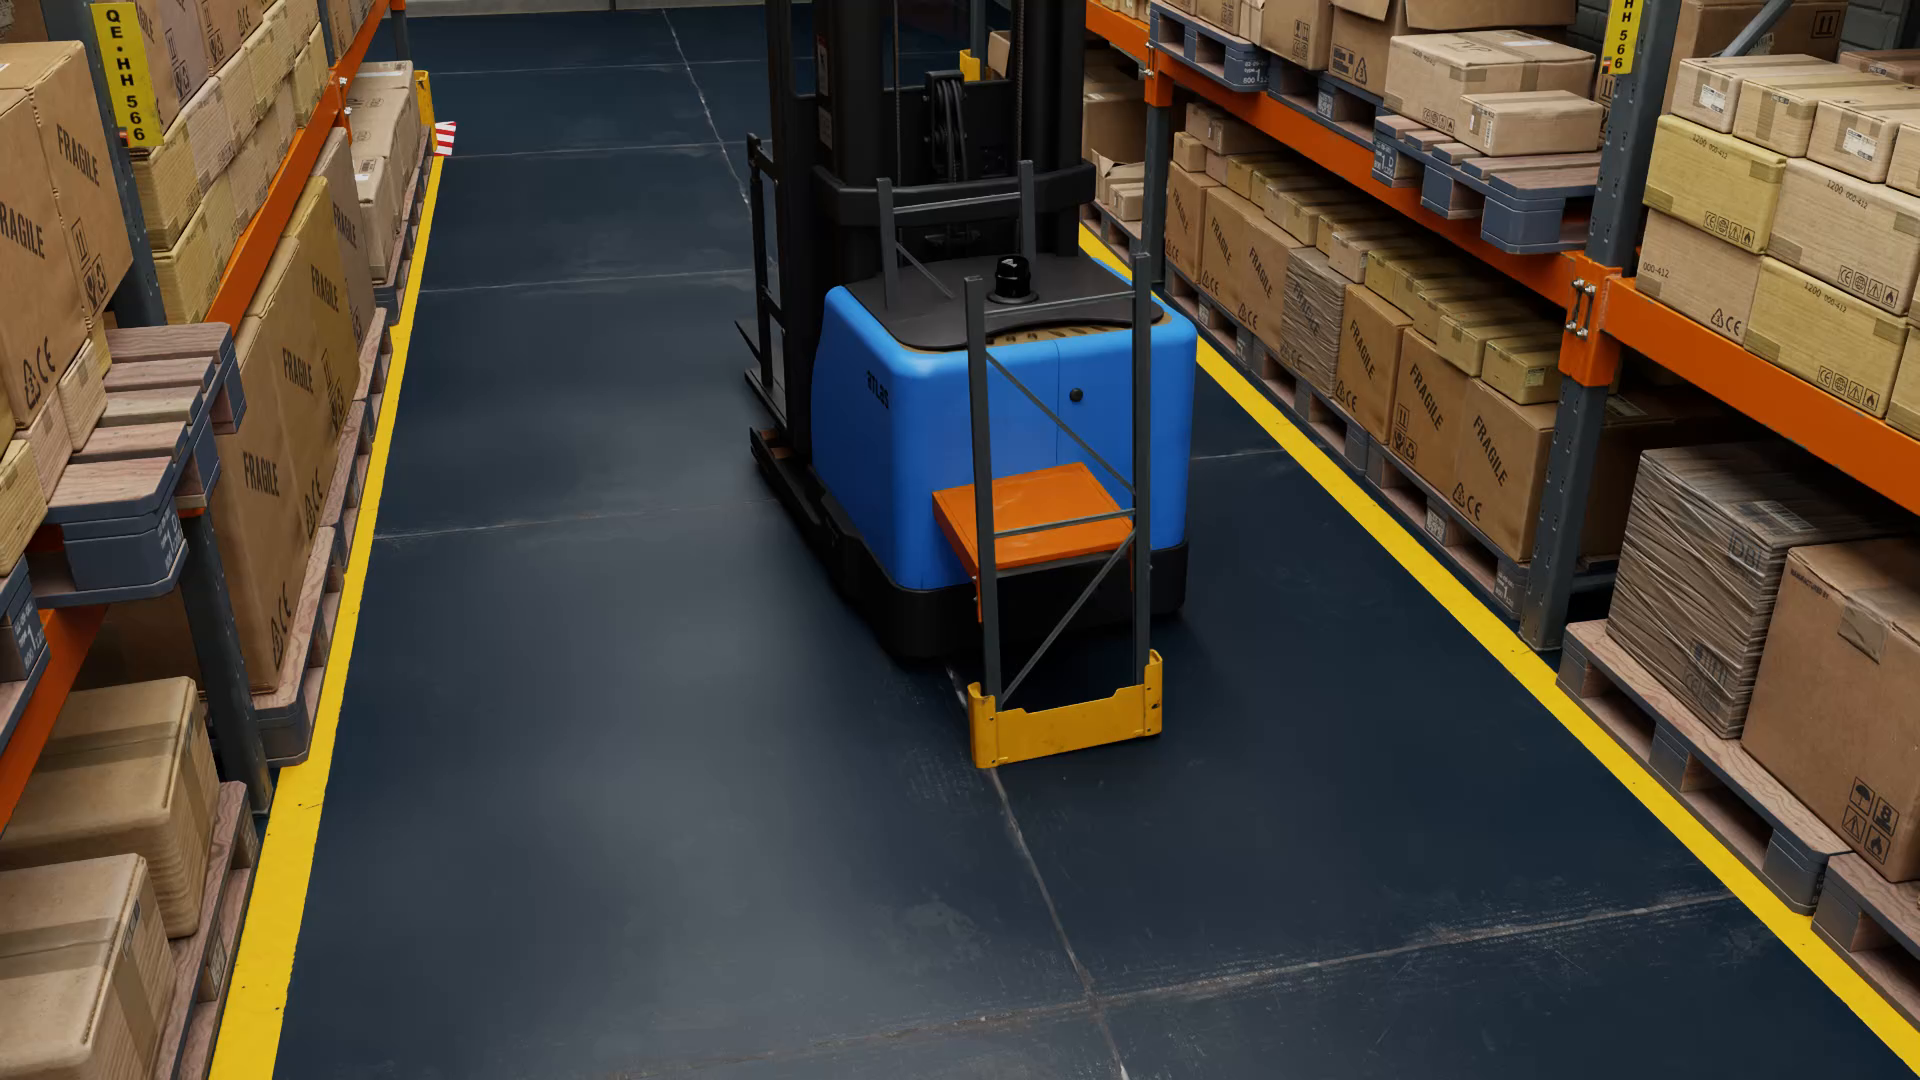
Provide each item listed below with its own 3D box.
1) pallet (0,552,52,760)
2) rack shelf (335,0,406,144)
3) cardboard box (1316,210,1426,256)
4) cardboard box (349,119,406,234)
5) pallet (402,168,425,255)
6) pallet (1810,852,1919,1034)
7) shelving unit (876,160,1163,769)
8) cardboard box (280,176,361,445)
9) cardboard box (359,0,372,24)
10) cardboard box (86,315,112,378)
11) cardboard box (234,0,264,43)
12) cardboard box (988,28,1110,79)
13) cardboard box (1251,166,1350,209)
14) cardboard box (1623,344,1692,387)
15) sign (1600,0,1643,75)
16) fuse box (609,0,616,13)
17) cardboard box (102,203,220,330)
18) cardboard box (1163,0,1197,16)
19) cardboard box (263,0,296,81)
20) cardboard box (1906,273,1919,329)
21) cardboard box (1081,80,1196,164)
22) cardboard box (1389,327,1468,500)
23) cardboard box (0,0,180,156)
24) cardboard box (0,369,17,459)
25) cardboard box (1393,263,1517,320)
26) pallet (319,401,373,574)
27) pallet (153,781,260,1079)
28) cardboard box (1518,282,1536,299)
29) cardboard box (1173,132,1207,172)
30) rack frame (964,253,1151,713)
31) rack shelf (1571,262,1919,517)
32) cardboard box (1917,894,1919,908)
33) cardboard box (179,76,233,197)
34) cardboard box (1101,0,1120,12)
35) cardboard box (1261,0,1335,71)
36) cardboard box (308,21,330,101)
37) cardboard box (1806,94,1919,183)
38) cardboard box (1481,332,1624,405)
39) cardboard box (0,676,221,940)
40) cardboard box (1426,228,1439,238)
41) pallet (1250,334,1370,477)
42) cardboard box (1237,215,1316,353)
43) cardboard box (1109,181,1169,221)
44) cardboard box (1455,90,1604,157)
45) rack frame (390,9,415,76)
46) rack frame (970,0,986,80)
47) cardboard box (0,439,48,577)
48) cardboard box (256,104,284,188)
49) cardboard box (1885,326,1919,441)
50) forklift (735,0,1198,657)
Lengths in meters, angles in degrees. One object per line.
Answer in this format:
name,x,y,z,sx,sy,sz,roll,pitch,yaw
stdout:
pallet,-1.970,0.418,2.306,1.003,0.211,1.213,-6,27,-12
rack shelf,-3.808,-2.846,9.357,1.077,0.370,4.000,-6,27,-12
cardboard box,1.744,-1.289,7.063,0.380,0.149,0.250,-6,27,-11
cardboard box,-3.597,-2.012,9.285,0.875,0.438,0.875,-7,28,-13
pallet,-3.731,-1.922,9.824,1.003,0.211,1.213,-6,27,-12
pallet,2.798,1.106,3.824,1.003,0.211,1.213,-6,27,-12
shelving unit,0.154,-0.268,5.086,0.587,1.500,1.083,-10,28,-12
cardboard box,-2.929,-0.868,6.533,0.875,0.875,0.875,-5,27,-10
cardboard box,-3.424,-3.006,8.766,0.500,0.500,0.500,-6,27,-11
cardboard box,-2.022,-0.378,3.482,0.380,0.149,0.250,-6,27,-11
cardboard box,-2.662,-1.933,5.529,0.500,0.500,0.500,-6,27,-11
cardboard box,0.621,-3.345,11.854,0.797,0.503,0.637,-7,28,-14
cardboard box,1.581,-1.627,7.733,0.380,0.149,0.250,-6,27,-12
cardboard box,2.565,-0.660,5.817,0.380,0.149,0.250,-5,27,-9
sign,1.852,-1.461,4.618,0.100,0.325,0.005,-6,27,-12
fuse box,-3.473,-6.092,16.421,0.539,1.711,0.414,-6,27,-12
cardboard box,-2.321,-0.706,4.487,0.500,0.250,0.500,-6,27,-12
cardboard box,1.368,-2.792,7.875,0.700,0.500,0.500,-5,27,-10
cardboard box,-2.779,-1.831,6.160,0.500,0.250,0.500,-5,27,-10
cardboard box,2.453,-0.524,3.570,0.500,0.250,0.500,-7,28,-13
cardboard box,1.010,-2.509,10.200,0.700,0.500,0.500,-7,28,-14
cardboard box,1.972,-0.495,6.209,0.500,0.500,0.500,-6,27,-12
cardboard box,-2.329,-1.265,4.207,0.500,0.500,0.500,-7,28,-13
cardboard box,-1.841,-0.279,2.567,0.500,0.500,0.500,-8,28,-15
cardboard box,1.897,-0.948,6.388,0.380,0.149,0.250,-5,27,-10
pallet,-2.832,-0.176,6.365,1.003,0.211,1.213,-6,27,-12
pallet,-2.282,1.055,3.925,1.003,0.211,1.213,-6,27,-12
cardboard box,2.426,-1.009,6.509,0.380,0.149,0.250,-7,28,-14
cardboard box,1.299,-1.971,8.415,0.380,0.149,0.250,-5,27,-9
rack frame,0.291,-0.043,4.641,0.500,1.500,0.032,-10,28,-12
rack shelf,2.830,0.161,3.401,1.077,0.370,4.000,-6,27,-12
cardboard box,2.813,0.691,3.722,0.875,0.625,0.625,-7,28,-14
cardboard box,-2.445,-1.164,4.838,0.500,0.250,0.500,-5,27,-10
cardboard box,0.998,-3.020,9.184,0.380,0.149,0.250,-5,27,-10
cardboard box,1.662,-2.220,6.742,0.700,0.500,0.500,-6,27,-12
cardboard box,-3.011,-2.051,7.150,0.500,0.250,0.500,-7,28,-13
cardboard box,2.308,-0.976,4.023,0.380,0.149,0.250,-5,27,-10
cardboard box,2.021,-0.591,5.680,0.380,0.149,0.250,-7,28,-14
cardboard box,-2.339,0.702,3.981,0.950,0.372,0.625,-8,28,-15
cardboard box,2.202,-1.345,7.175,0.380,0.149,0.250,-7,28,-14
pallet,1.976,-0.660,7.323,1.003,0.211,1.213,-6,27,-12
cardboard box,1.605,-1.179,7.564,0.500,0.500,0.500,-7,28,-13
cardboard box,1.066,-1.924,9.431,0.380,0.149,0.250,-7,28,-13
cardboard box,1.857,-1.363,5.435,0.380,0.149,0.250,-5,27,-11
rack frame,-4.259,-4.045,10.935,1.000,3.000,0.127,-6,27,-12
rack frame,0.576,-4.551,11.937,1.000,3.000,0.127,-6,27,-12
cardboard box,-1.797,-0.041,2.815,0.380,0.149,0.250,-5,27,-11
cardboard box,-2.682,-1.377,5.816,0.500,0.250,0.500,-6,27,-12
cardboard box,2.472,-0.305,3.692,0.500,0.250,0.500,-7,28,-13
forklift,-0.217,-1.574,6.116,1.130,2.935,3.031,-9,28,-18
